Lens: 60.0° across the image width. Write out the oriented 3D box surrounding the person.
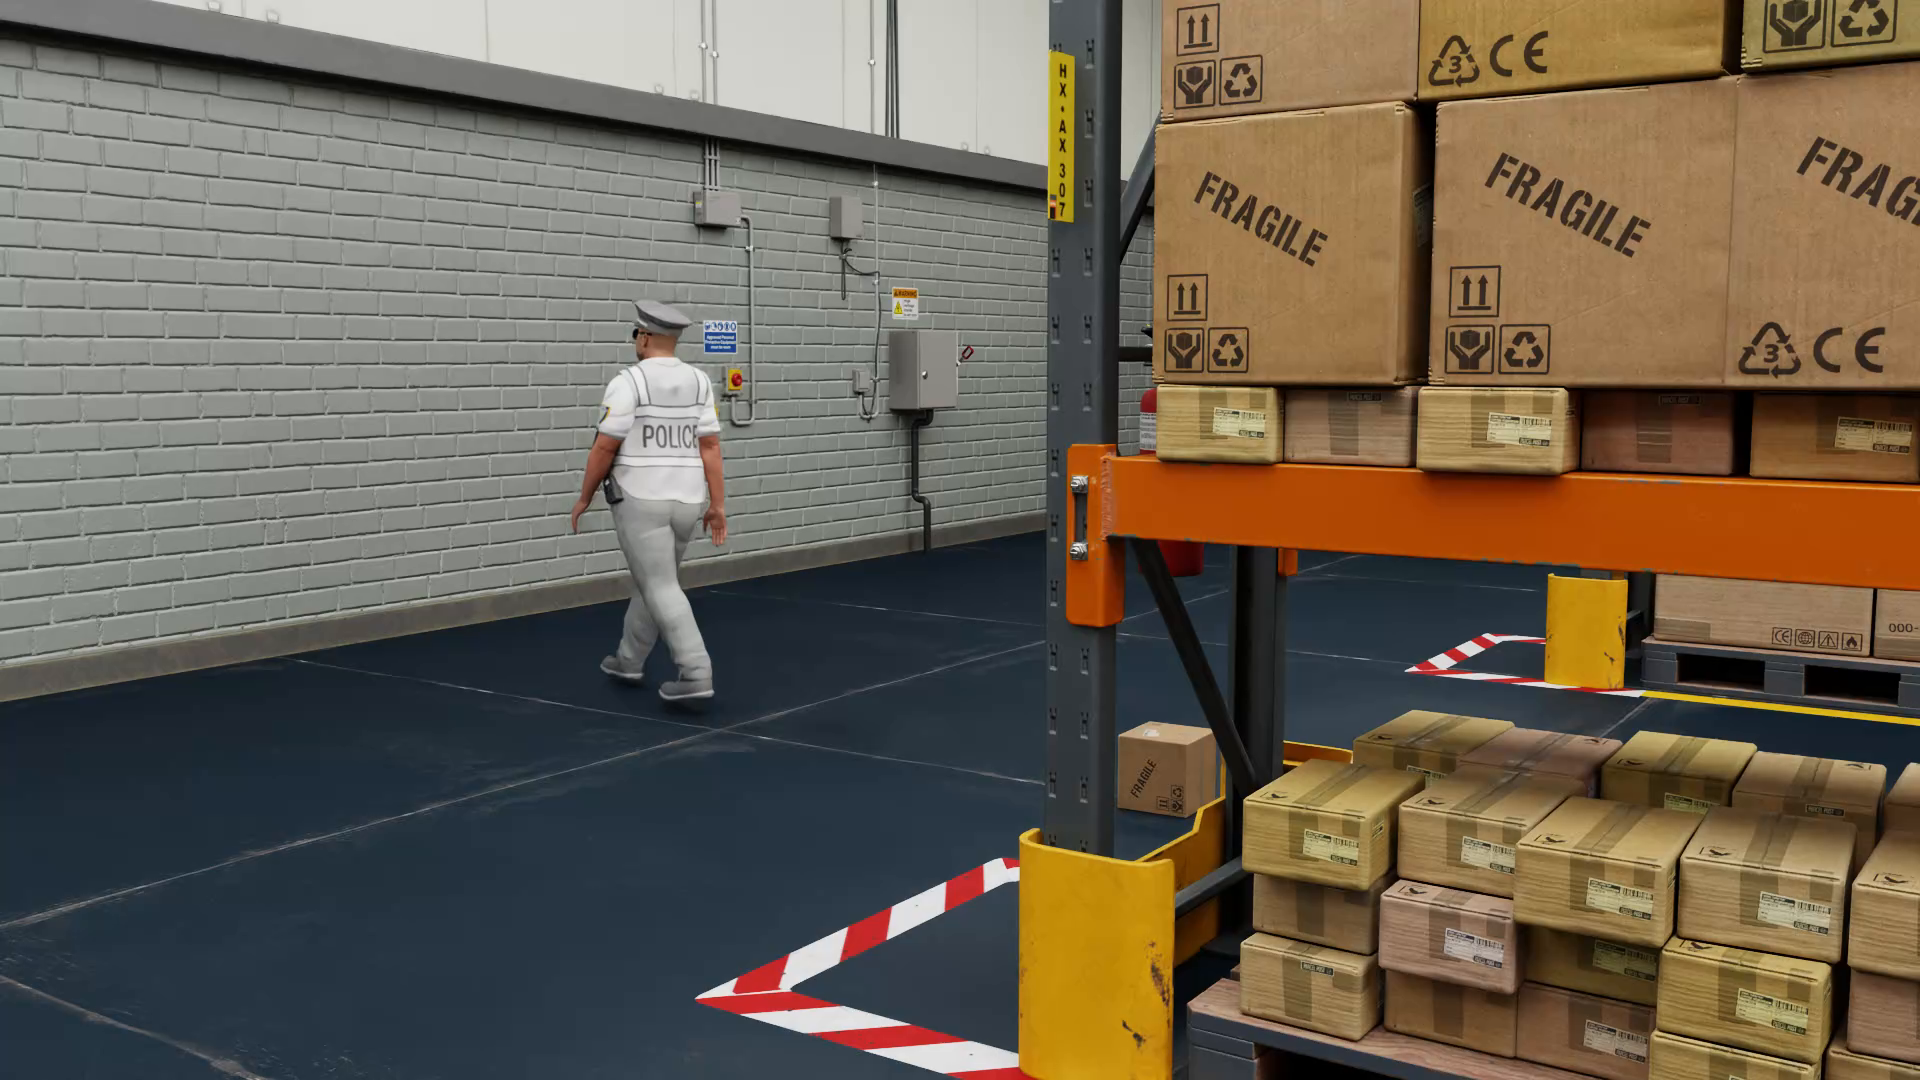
[{"bbox_3d":[-1.393,-0.191,7.275,1.009,1.713,0.572,6,8,41],"label":"person"}]
